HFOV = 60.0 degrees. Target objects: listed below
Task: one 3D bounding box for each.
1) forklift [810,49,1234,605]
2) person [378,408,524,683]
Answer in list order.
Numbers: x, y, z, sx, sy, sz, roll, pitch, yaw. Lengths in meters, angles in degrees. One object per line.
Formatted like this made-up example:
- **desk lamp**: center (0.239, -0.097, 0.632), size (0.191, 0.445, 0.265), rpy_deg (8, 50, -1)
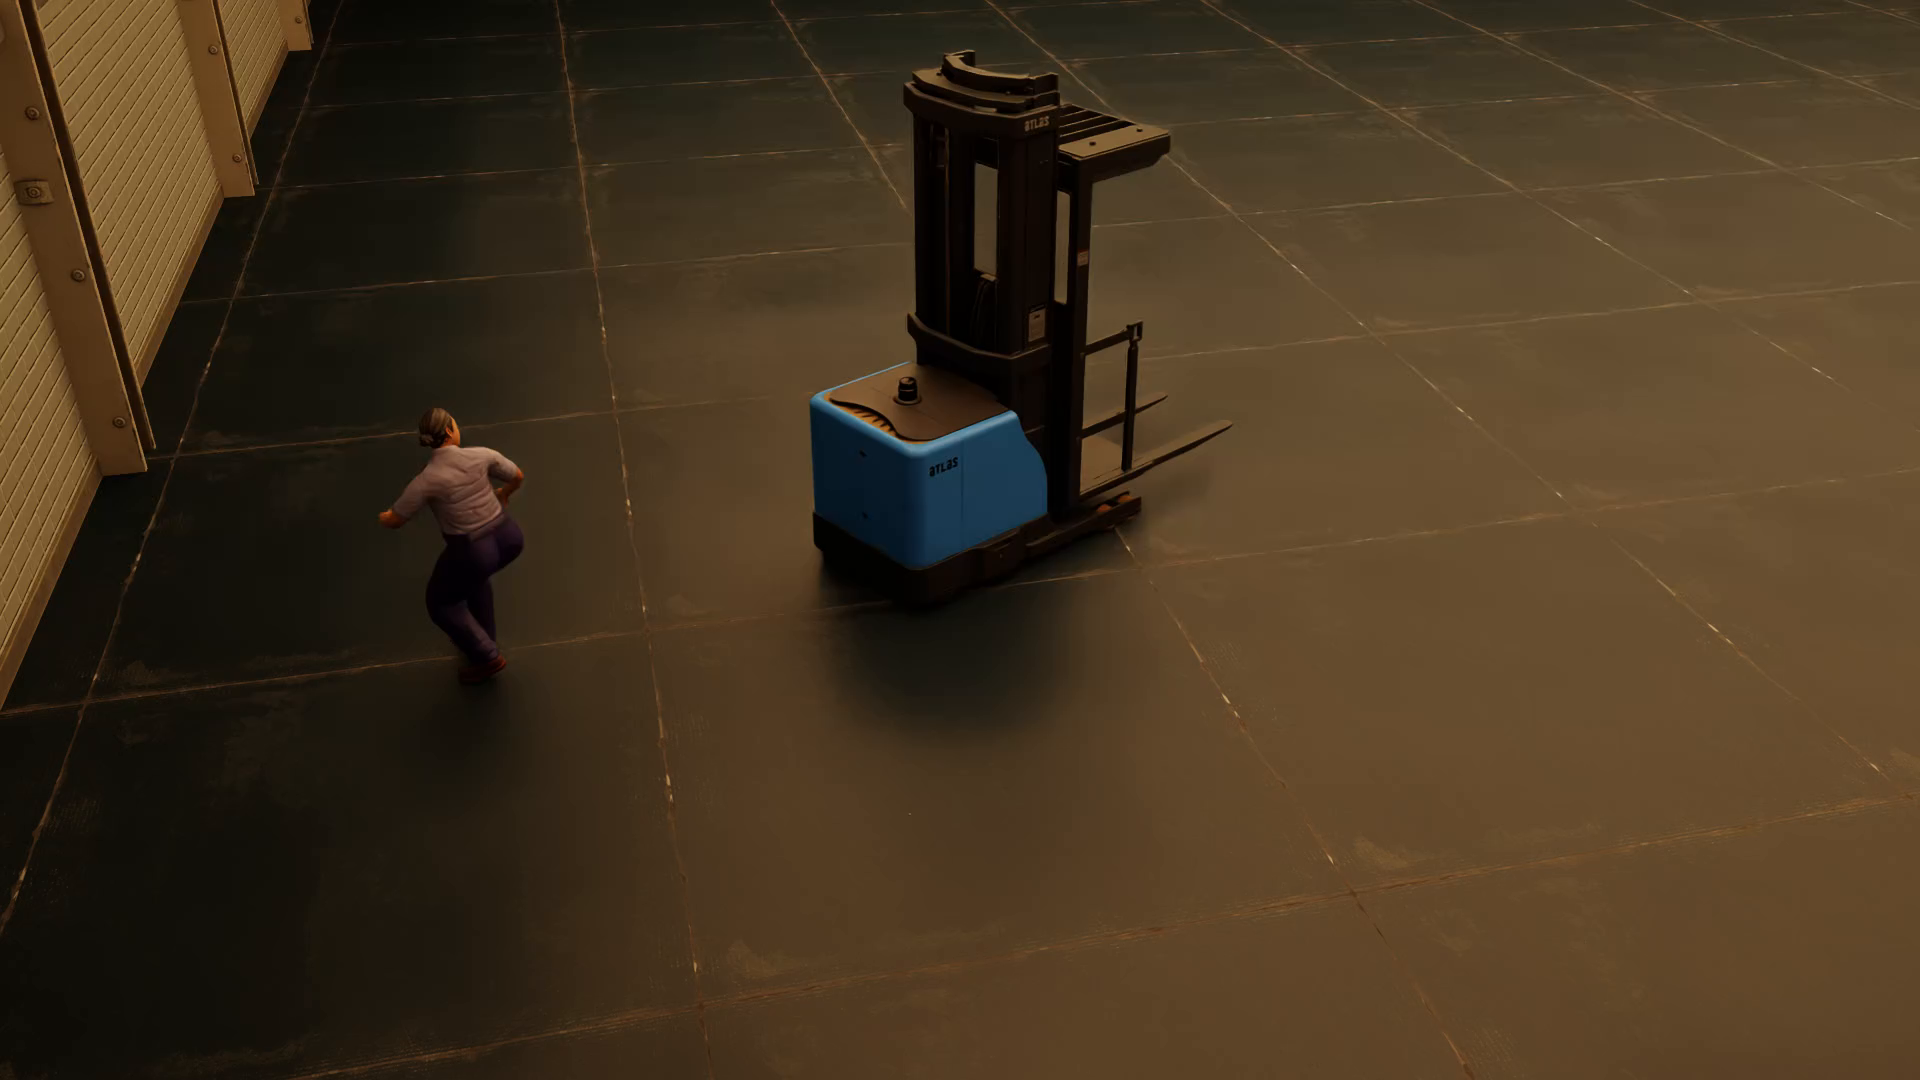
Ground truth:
- **forklift**: center (0.532, -1.504, 10.173), size (3.031, 2.935, 1.130), rpy_deg (-24, 38, -35)
- **person**: center (-2.720, -0.016, 8.993), size (0.705, 1.540, 0.760), rpy_deg (20, 36, 31)
